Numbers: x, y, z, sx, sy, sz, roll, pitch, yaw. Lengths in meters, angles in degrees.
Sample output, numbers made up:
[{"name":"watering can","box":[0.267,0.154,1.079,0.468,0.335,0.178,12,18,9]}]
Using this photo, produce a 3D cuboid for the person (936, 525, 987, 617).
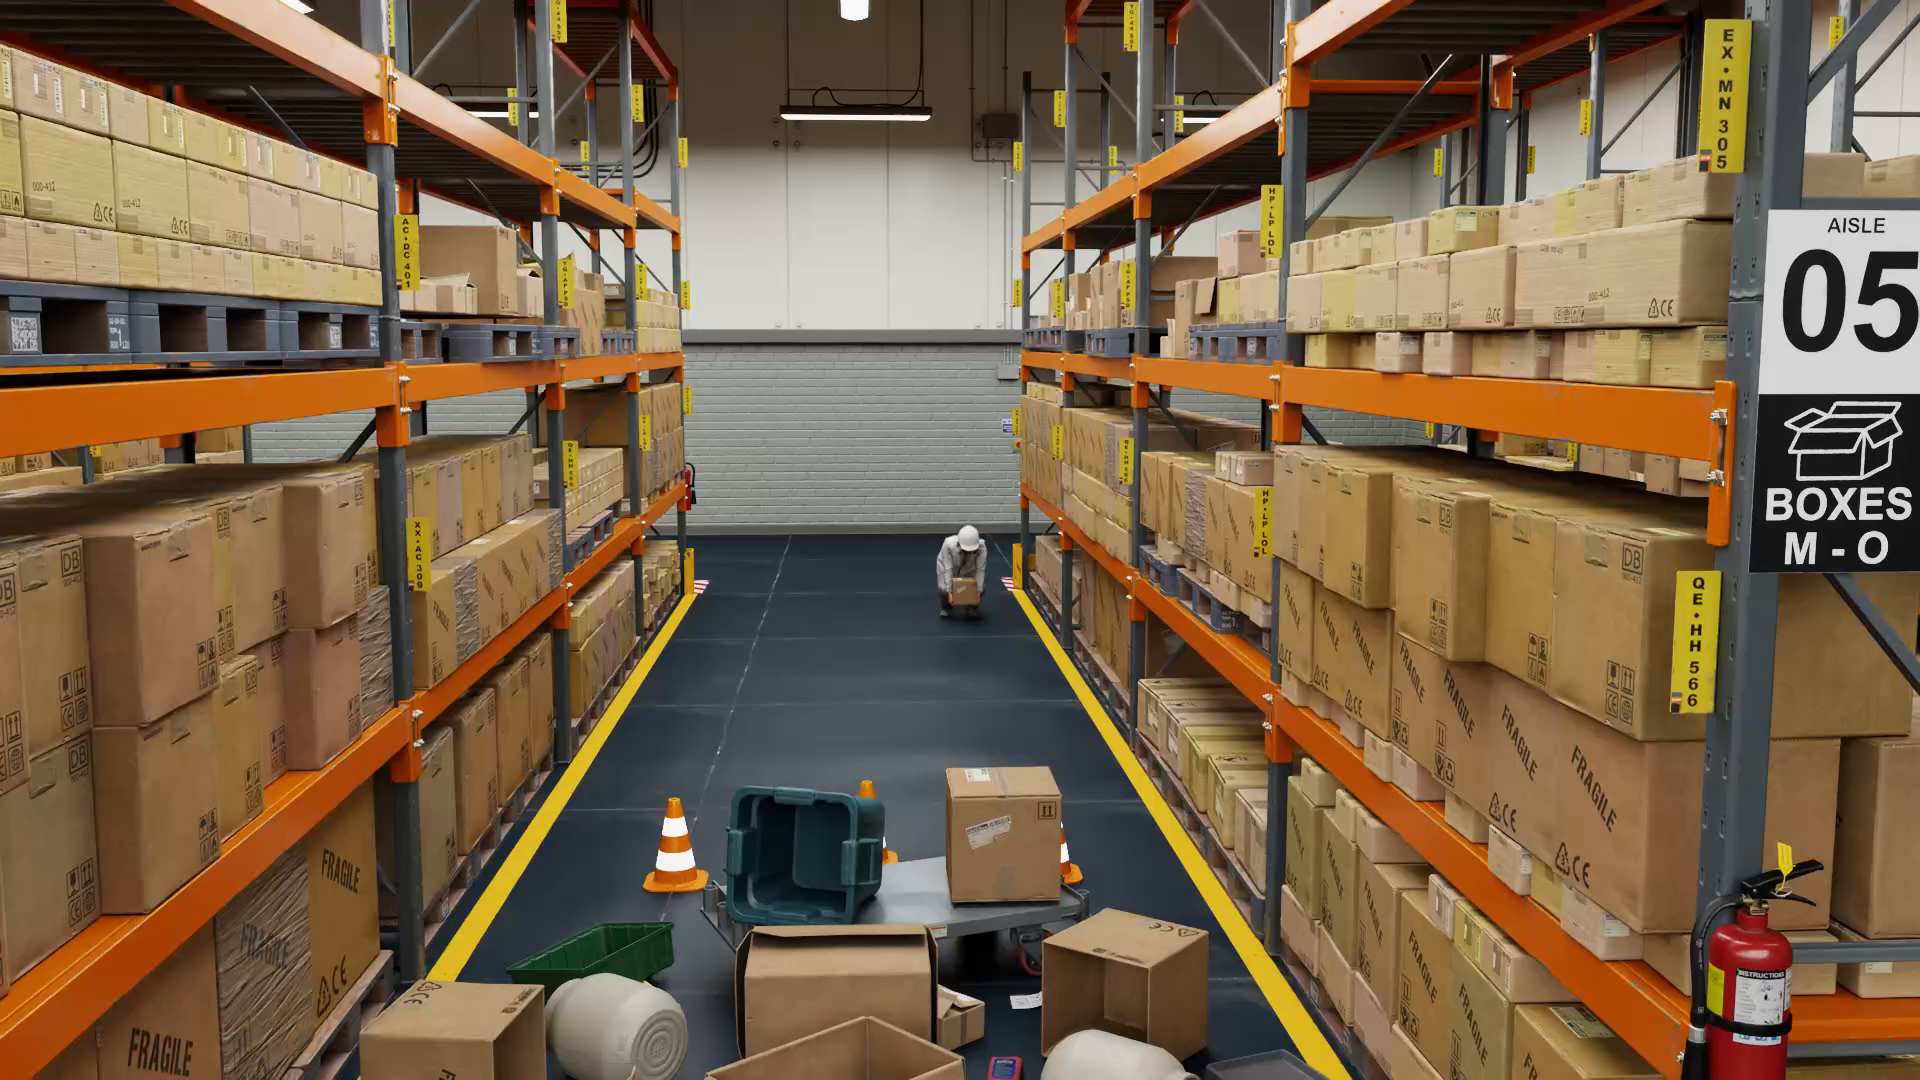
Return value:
[{"name":"person","box":[0.016,0.319,17.673,0.522,1.024,0.861,-1,7,-6]}]
